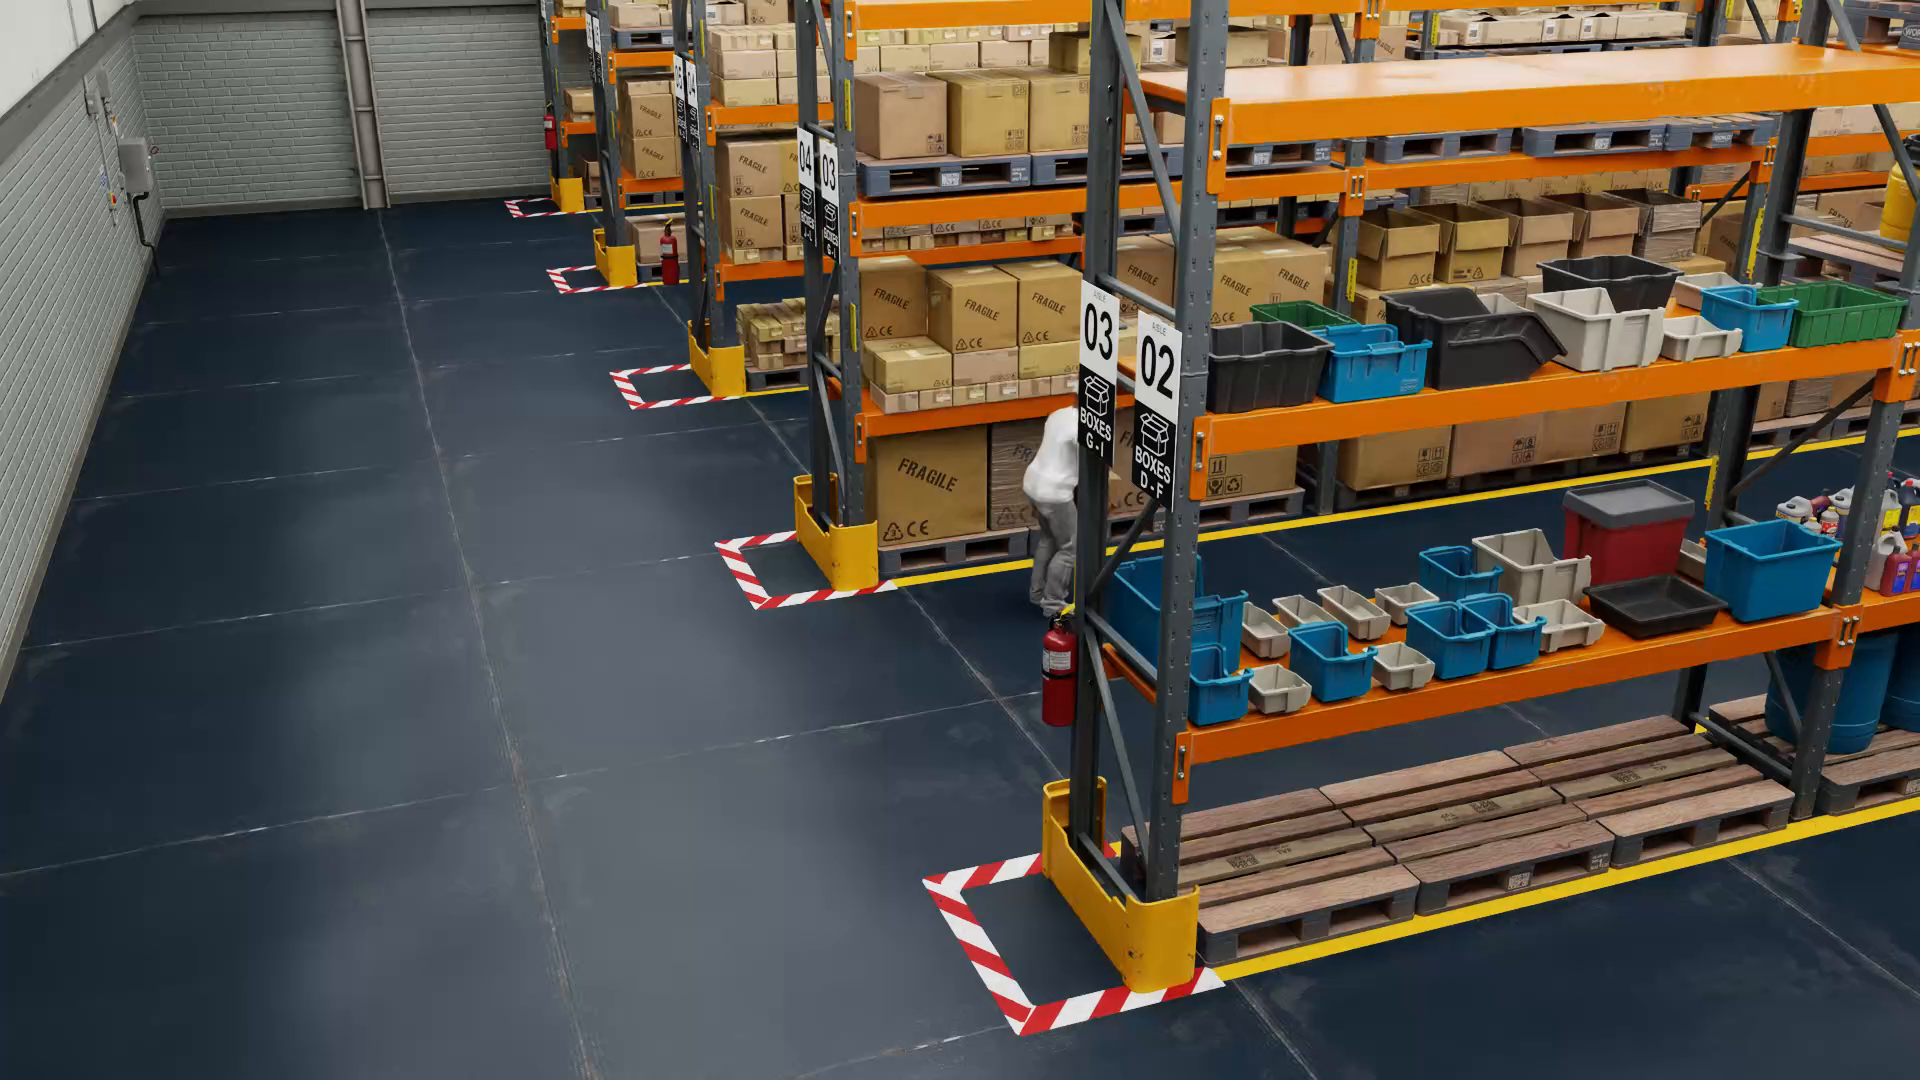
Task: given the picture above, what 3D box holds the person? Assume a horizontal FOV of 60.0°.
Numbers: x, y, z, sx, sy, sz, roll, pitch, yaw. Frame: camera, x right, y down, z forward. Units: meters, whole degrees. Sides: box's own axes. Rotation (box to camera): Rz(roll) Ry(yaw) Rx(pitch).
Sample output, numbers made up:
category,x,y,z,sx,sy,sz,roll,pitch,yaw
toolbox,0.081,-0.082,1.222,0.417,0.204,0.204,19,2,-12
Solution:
category,x,y,z,sx,sy,sz,roll,pitch,yaw
person,0.757,-0.321,11.677,0.625,1.697,0.495,-9,24,-20
